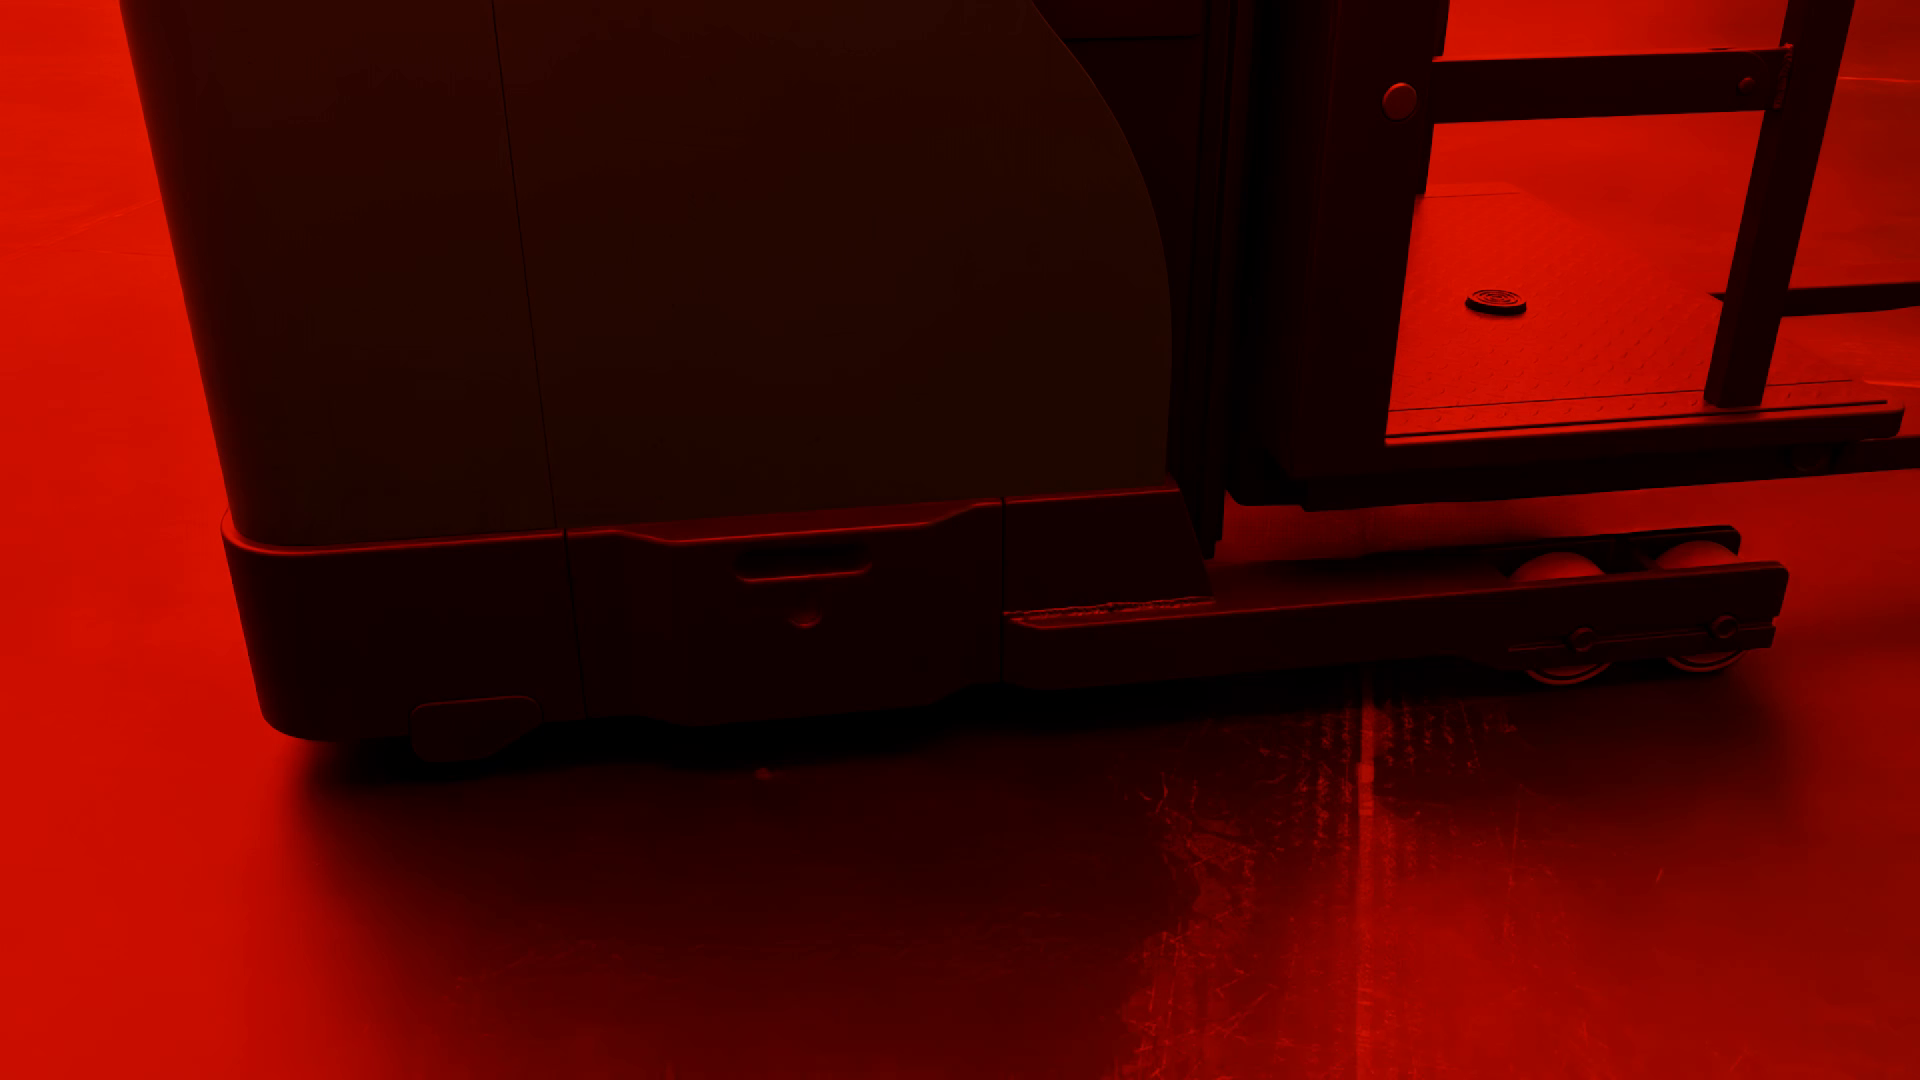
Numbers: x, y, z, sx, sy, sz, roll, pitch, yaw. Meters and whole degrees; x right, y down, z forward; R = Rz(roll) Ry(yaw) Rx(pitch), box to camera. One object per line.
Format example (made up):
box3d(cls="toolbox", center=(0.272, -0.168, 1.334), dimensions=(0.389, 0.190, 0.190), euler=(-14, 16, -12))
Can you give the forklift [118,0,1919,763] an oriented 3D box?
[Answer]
box3d(cls="forklift", center=(0.600, -1.354, 1.930), dimensions=(3.031, 2.935, 1.130), euler=(-4, 27, -9))
